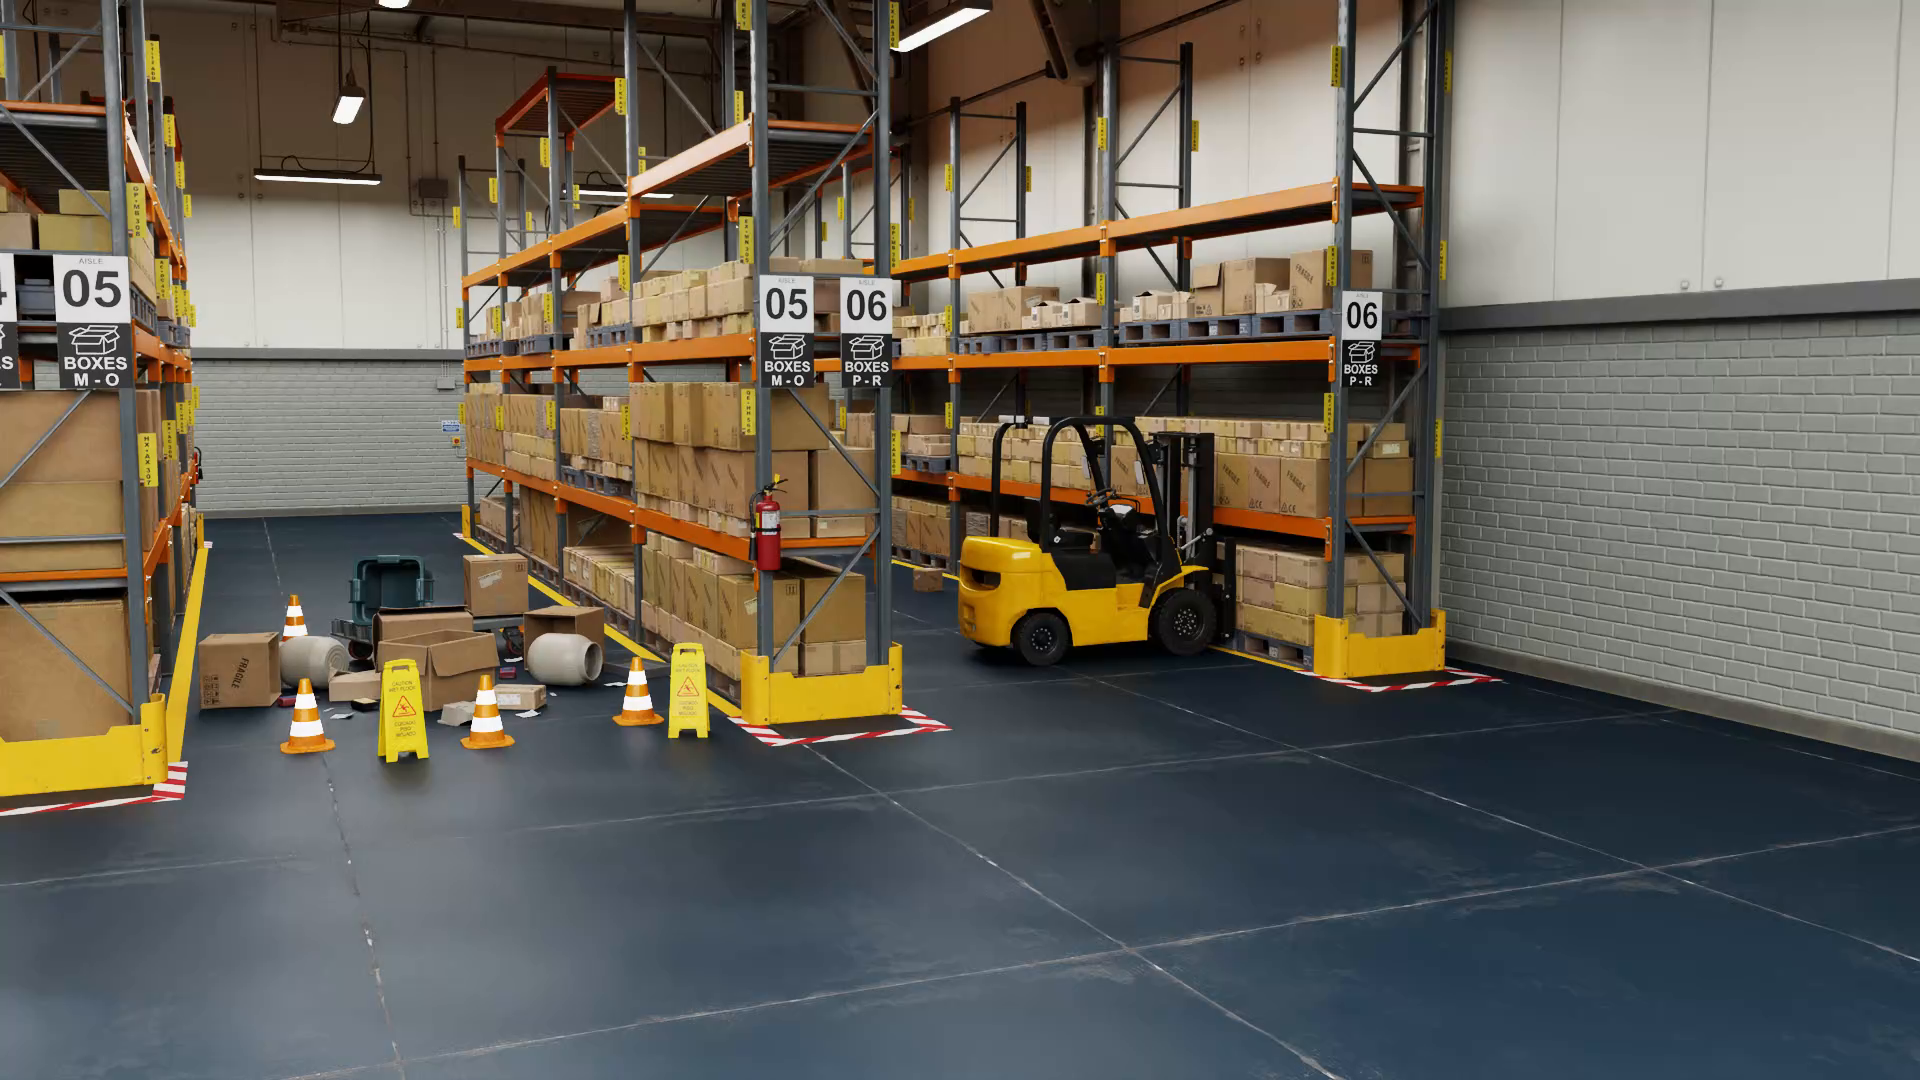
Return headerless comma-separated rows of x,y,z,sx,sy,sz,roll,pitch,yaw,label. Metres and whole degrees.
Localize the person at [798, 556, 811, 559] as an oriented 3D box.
-2.084,-0.461,21.597,0.567,1.817,0.515,-3,6,-32,person
